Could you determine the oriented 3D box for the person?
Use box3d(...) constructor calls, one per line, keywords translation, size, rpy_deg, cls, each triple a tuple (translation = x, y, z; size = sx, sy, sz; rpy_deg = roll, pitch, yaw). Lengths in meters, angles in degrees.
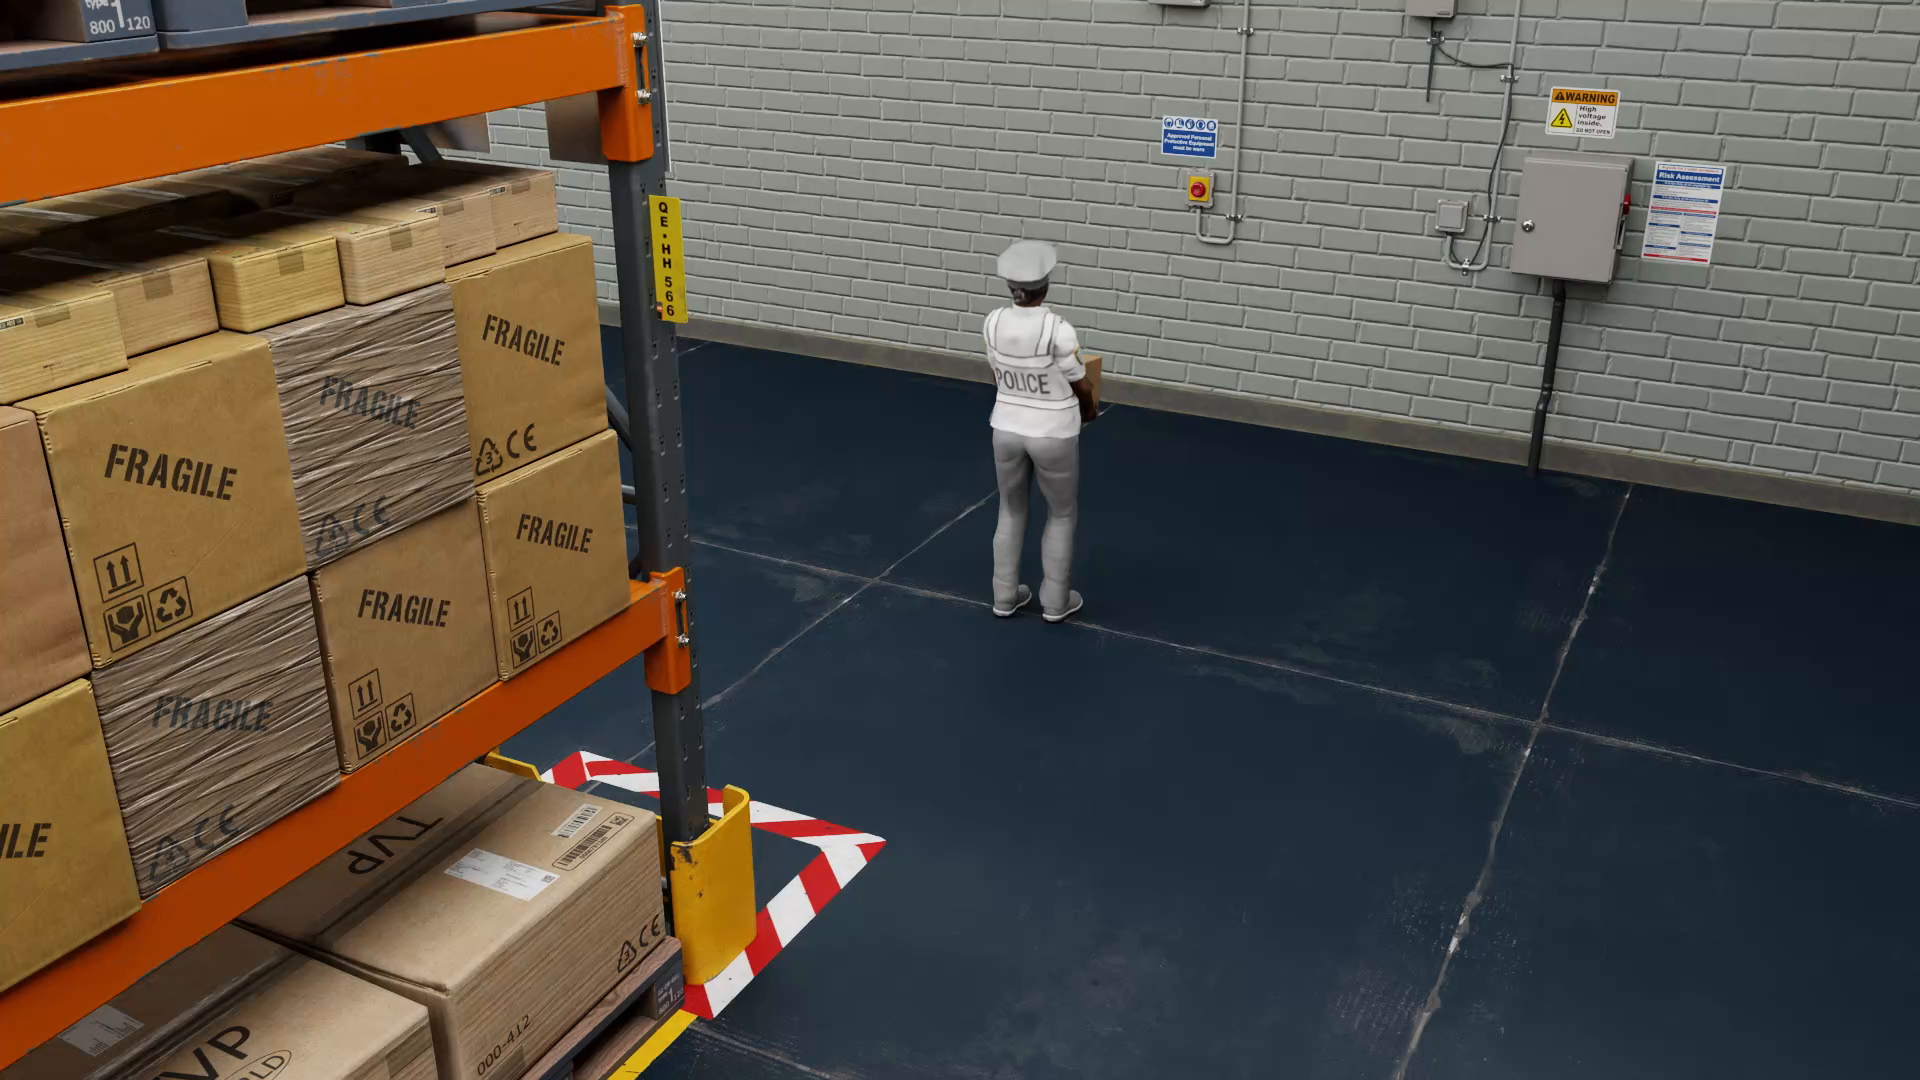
box3d(translation=(0.359, -0.468, 7.175), size=(0.451, 1.687, 0.530), rpy_deg=(12, 26, 26), cls="person")
